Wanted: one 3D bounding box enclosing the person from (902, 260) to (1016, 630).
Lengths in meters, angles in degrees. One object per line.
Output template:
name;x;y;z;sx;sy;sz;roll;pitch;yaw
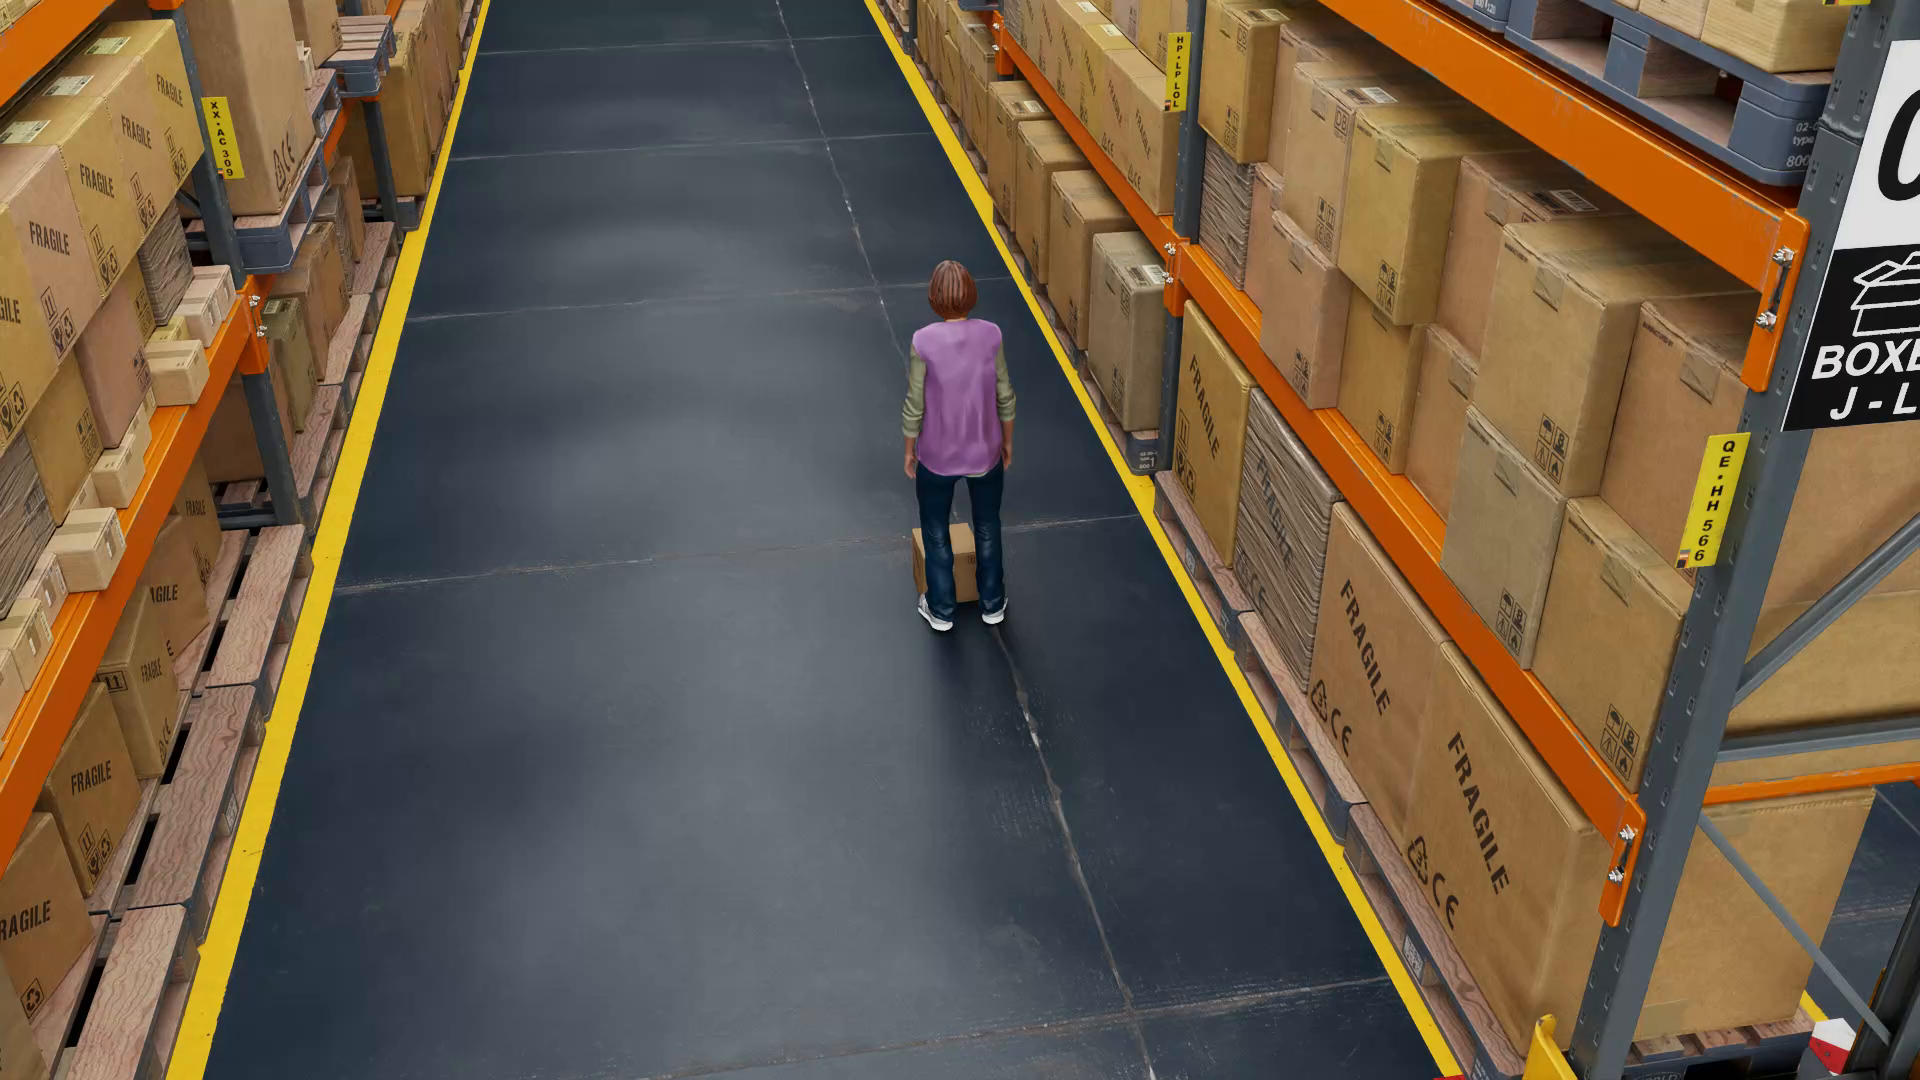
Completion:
person;-0.006;-0.347;6.720;0.459;1.591;0.348;-5;32;-9
